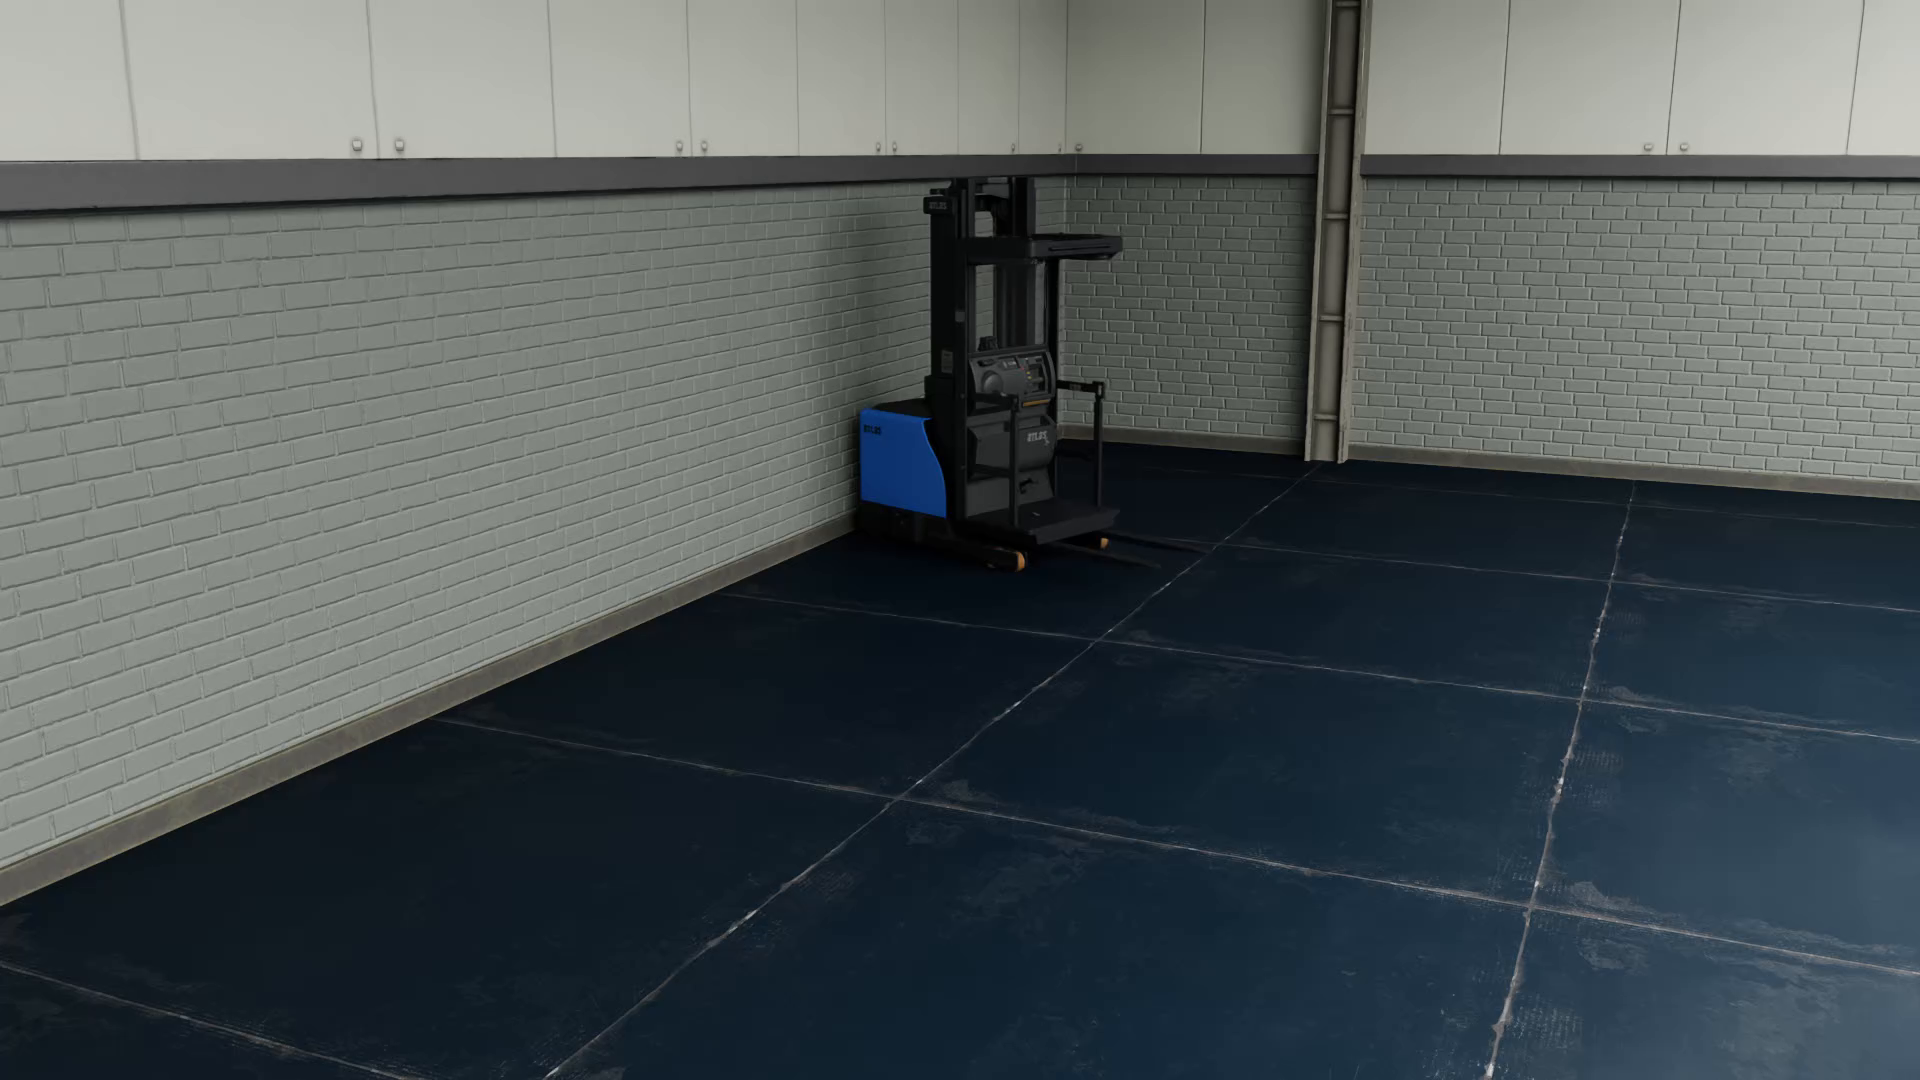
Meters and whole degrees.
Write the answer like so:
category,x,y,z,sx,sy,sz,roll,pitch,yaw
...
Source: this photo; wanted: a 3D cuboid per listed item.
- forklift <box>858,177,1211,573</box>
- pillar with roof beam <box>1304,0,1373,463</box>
category,x,y,z,sx,sy,sz,roll,pitch,yaw
forklift,0.561,-1.311,12.925,3.031,2.935,1.130,13,18,43
pillar with roof beam,2.073,-4.322,12.475,0.400,9.000,9.100,6,14,23
